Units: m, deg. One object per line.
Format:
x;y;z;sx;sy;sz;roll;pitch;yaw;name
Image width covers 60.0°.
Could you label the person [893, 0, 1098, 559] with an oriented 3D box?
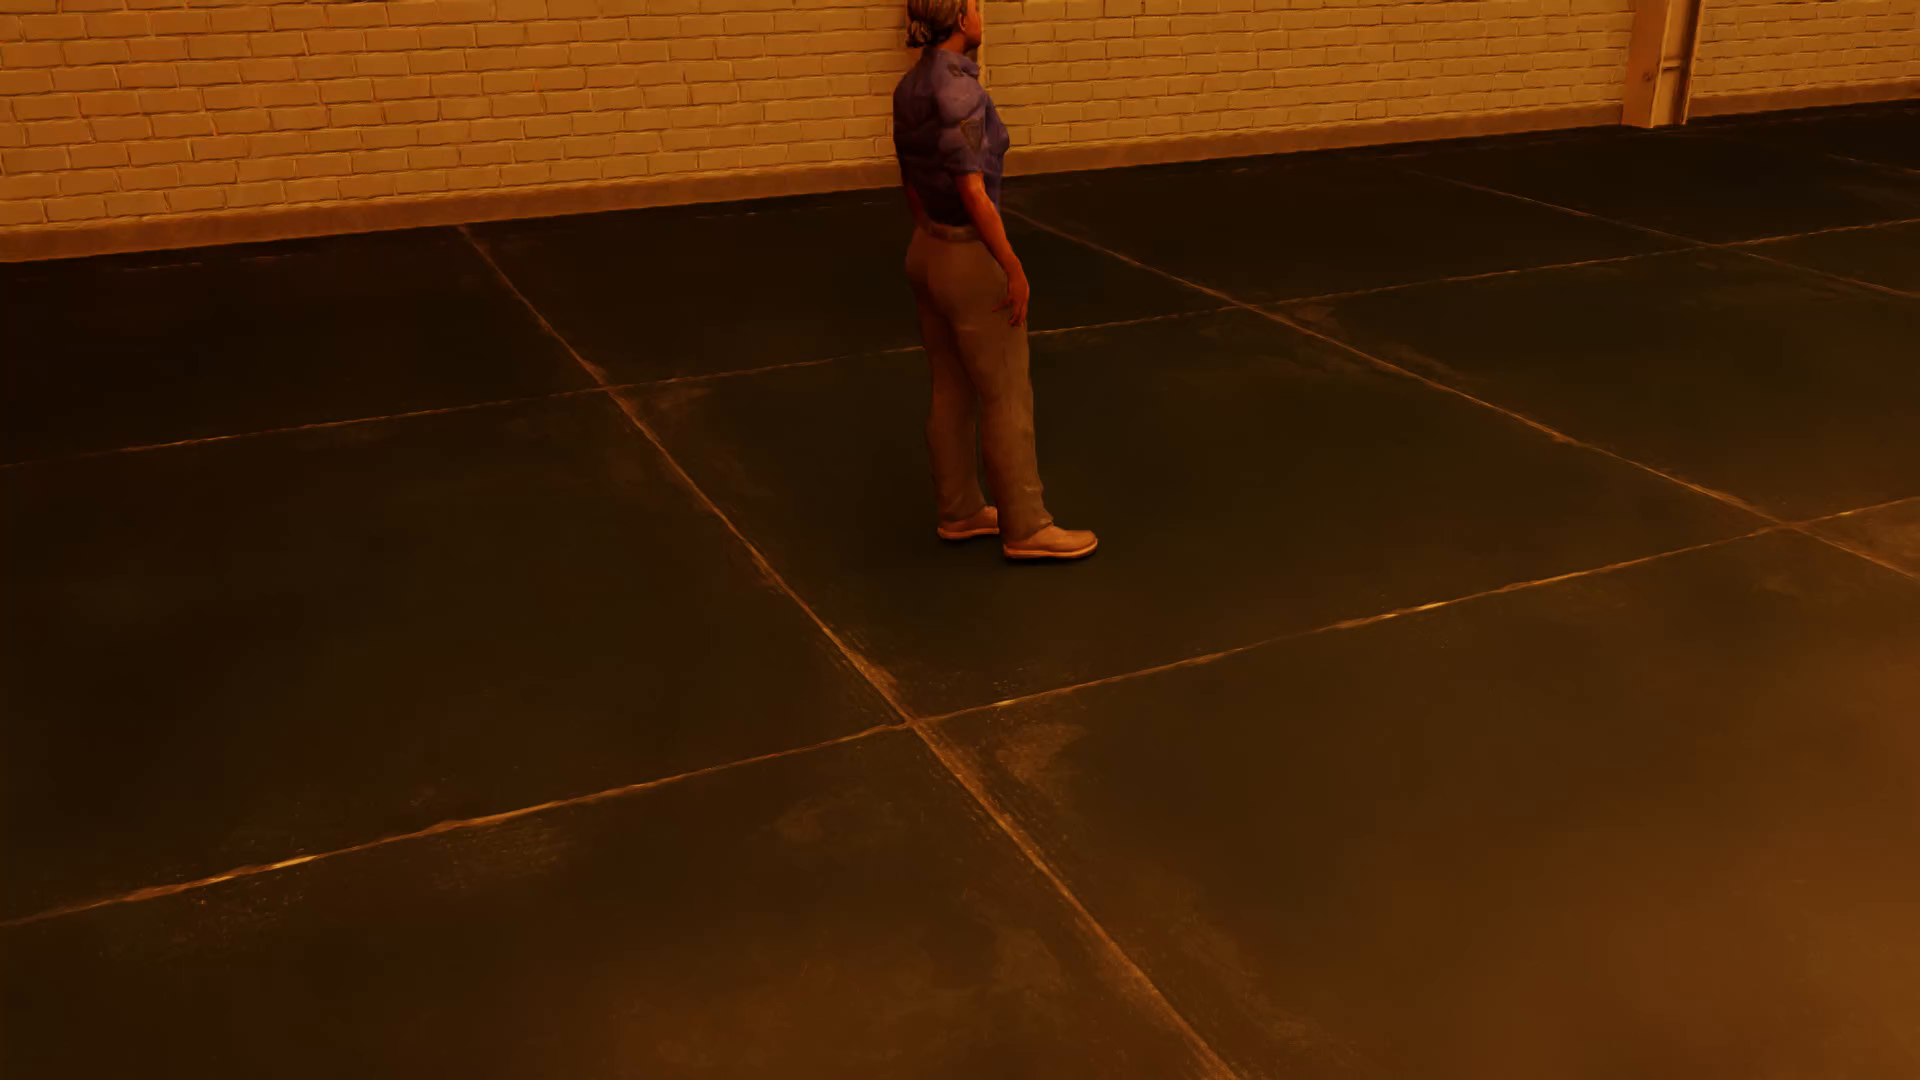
0.088;-0.778;4.805;0.503;1.654;0.570;-10;25;-23;person
